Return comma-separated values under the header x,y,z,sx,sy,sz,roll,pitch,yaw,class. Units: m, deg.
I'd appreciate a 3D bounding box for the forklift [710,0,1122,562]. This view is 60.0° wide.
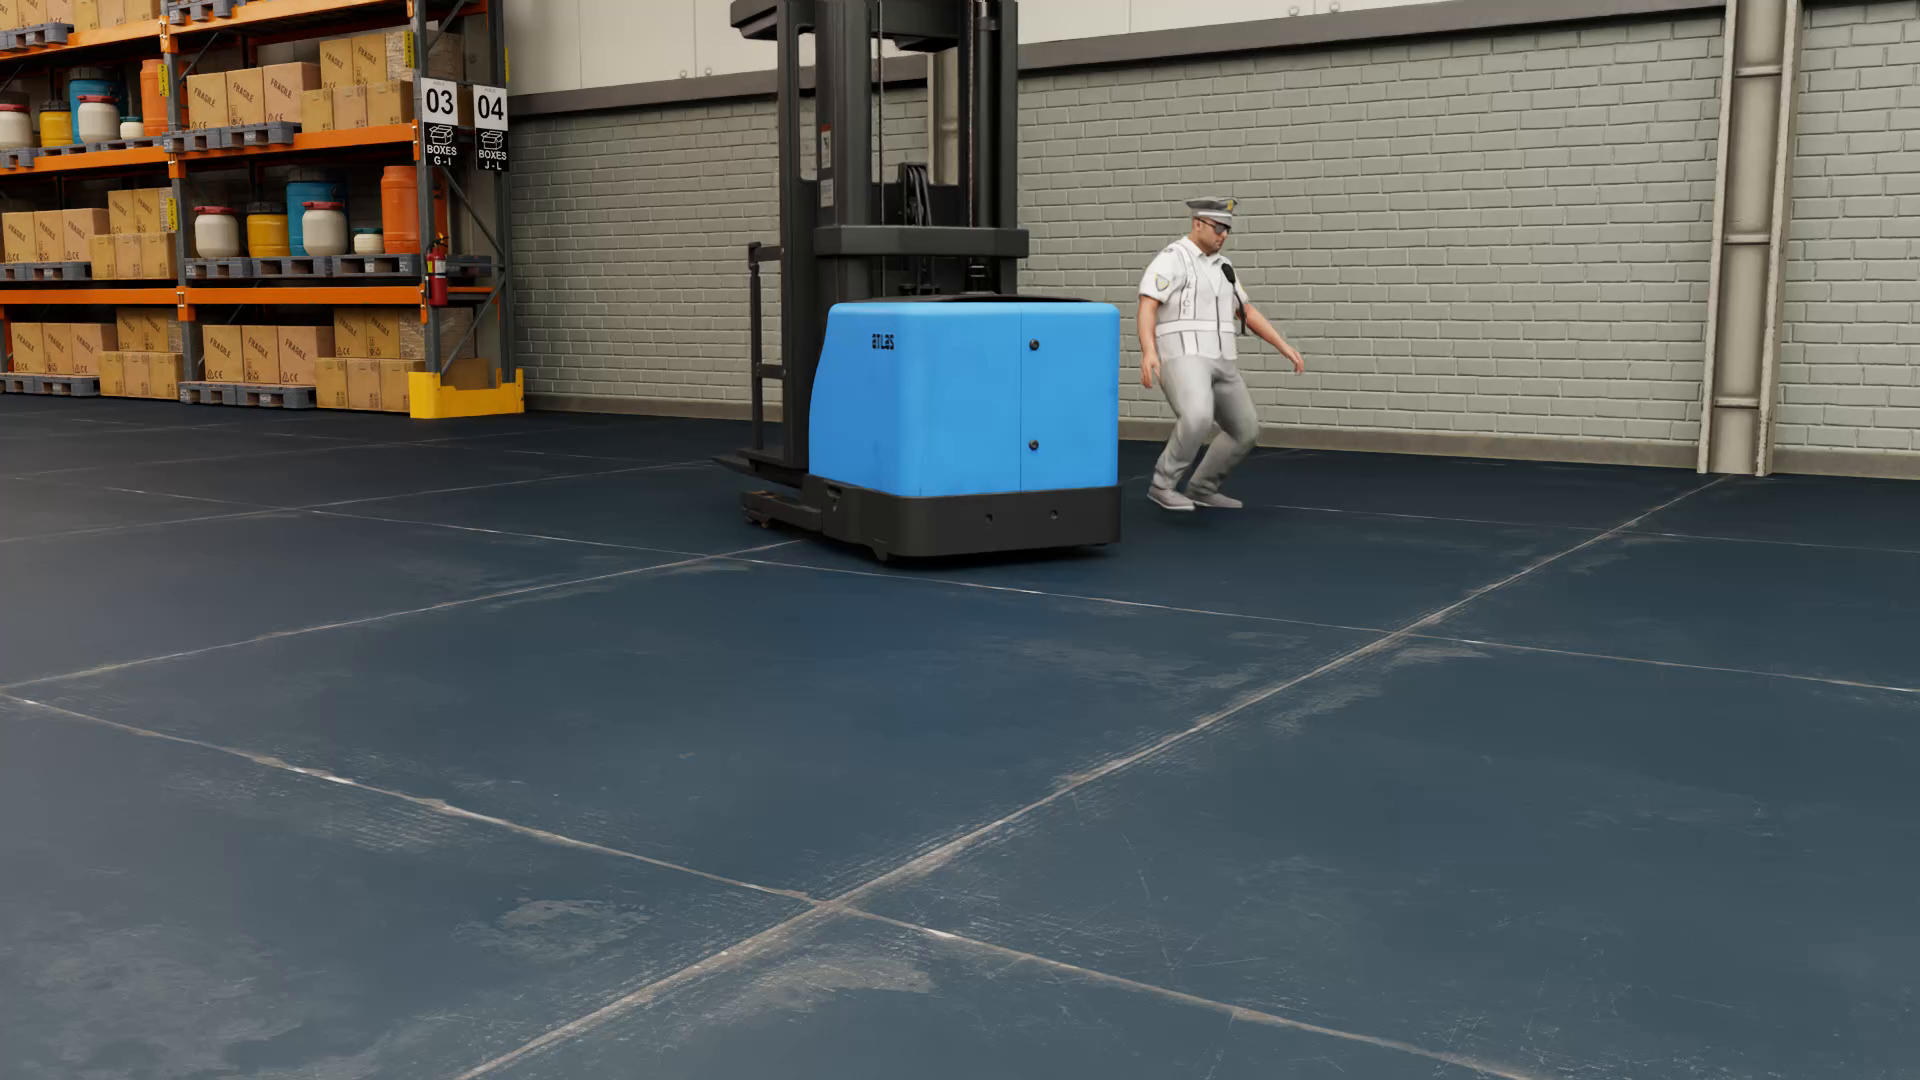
x,y,z,sx,sy,sz,roll,pitch,yaw,class
-0.425,-1.530,7.954,1.130,2.935,3.031,-4,9,-26,forklift

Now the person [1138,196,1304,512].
x,y,z,sx,sy,sz,roll,pitch,yaw,class
1.256,-0.920,8.459,0.972,1.631,0.673,-6,10,-36,person
